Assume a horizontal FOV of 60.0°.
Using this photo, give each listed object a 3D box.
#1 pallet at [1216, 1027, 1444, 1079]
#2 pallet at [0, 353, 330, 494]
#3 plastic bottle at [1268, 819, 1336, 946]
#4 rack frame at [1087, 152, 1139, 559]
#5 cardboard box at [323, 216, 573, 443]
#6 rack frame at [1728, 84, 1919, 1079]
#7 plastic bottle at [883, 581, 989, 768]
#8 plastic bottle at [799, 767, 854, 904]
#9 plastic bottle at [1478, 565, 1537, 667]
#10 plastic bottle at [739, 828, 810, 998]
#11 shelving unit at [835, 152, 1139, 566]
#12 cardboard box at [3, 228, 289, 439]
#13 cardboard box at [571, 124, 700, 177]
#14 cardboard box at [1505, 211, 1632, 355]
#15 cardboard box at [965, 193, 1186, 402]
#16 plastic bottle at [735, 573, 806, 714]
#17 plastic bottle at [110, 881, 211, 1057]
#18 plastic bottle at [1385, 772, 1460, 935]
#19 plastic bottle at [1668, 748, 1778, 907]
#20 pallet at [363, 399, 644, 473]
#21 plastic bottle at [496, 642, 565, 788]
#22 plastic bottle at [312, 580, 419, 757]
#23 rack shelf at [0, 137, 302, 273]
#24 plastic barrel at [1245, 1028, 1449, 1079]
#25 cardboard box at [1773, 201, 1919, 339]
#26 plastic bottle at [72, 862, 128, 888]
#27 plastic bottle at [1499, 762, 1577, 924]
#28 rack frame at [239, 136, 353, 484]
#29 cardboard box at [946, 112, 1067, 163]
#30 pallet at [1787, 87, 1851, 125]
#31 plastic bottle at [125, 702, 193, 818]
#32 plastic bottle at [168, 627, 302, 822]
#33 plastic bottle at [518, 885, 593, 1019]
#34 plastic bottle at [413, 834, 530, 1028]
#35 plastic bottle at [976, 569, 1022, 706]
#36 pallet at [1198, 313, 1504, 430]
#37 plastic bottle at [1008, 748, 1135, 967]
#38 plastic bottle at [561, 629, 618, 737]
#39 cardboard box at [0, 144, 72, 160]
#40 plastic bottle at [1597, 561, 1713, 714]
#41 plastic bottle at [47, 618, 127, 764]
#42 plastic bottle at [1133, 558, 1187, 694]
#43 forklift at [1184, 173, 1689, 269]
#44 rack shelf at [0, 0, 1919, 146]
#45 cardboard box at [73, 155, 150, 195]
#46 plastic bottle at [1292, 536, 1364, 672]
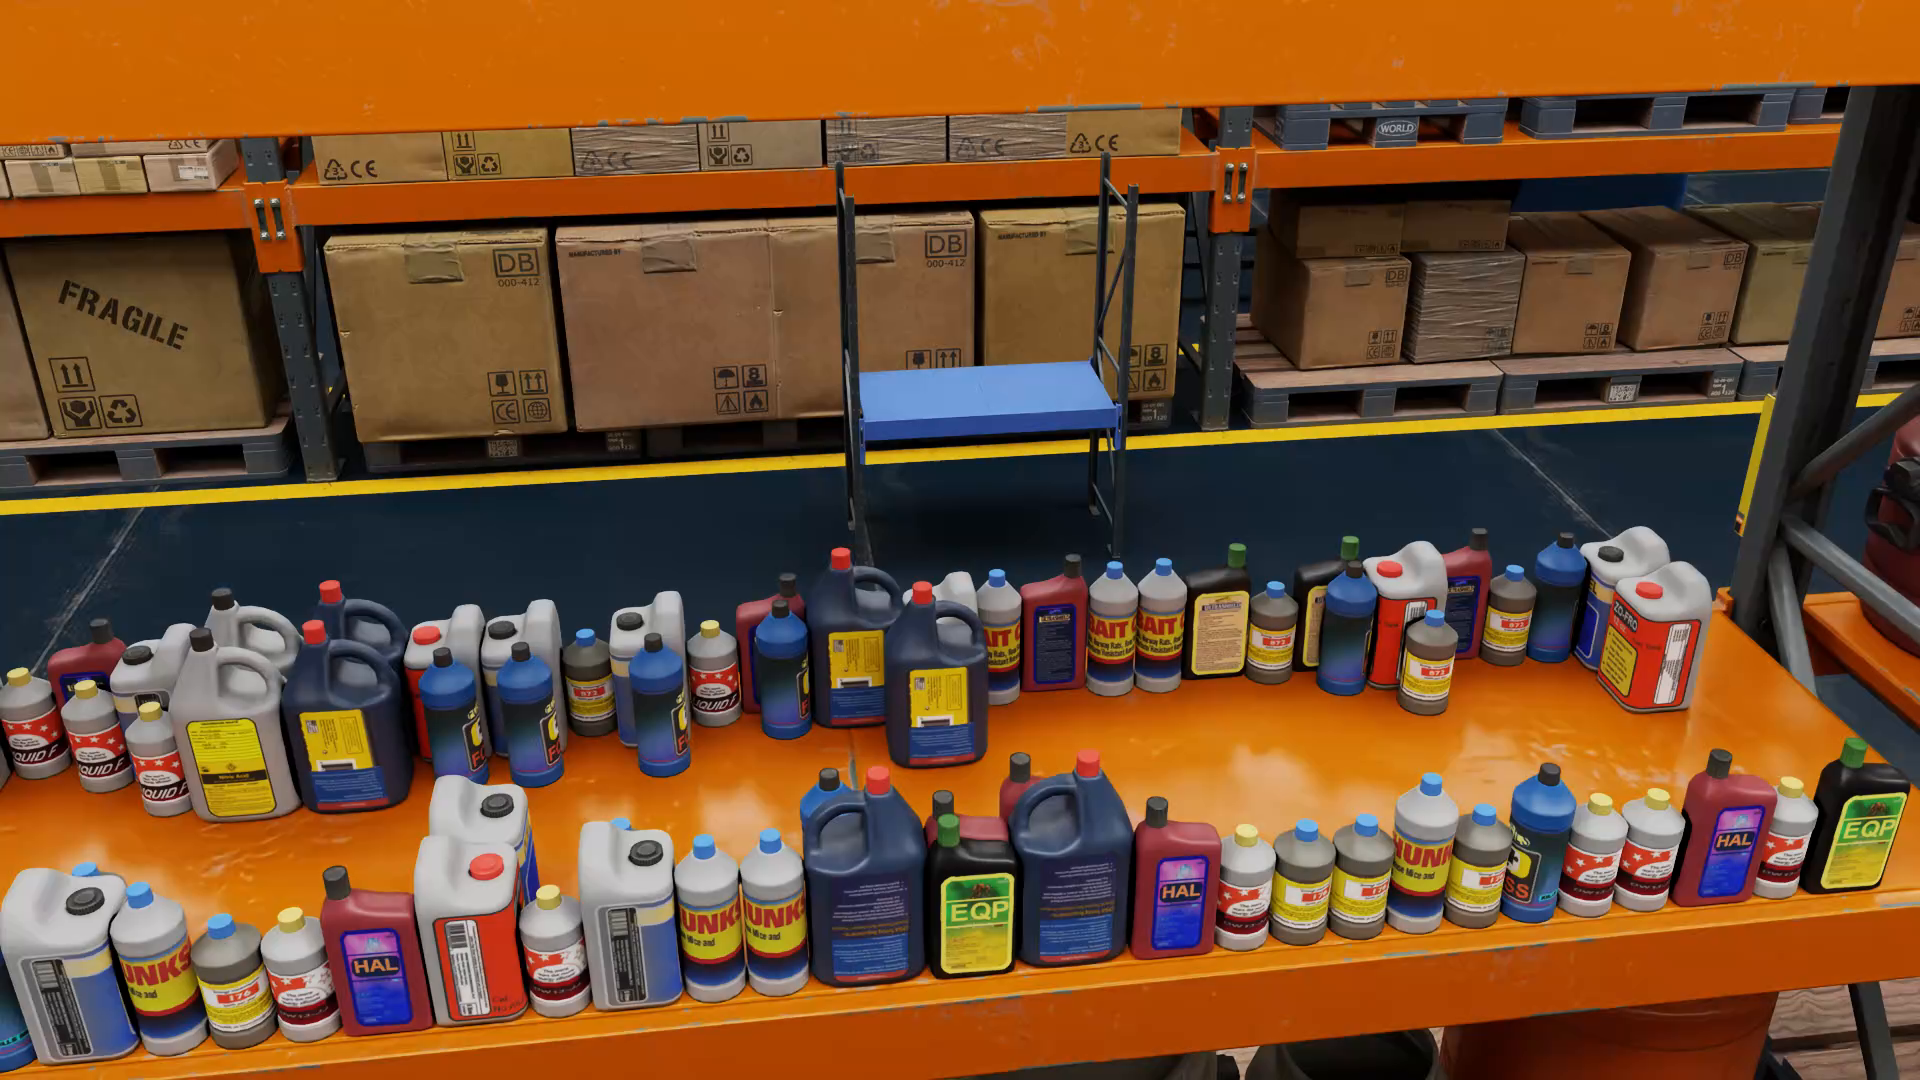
[{"bbox_3d":[1.032,1.486,3.622,1.213,0.211,1.003,-4,27,-7],"label":"pallet"},{"bbox_3d":[-3.608,-0.554,7.599,1.213,0.211,1.003,-4,27,-7],"label":"pallet"},{"bbox_3d":[0.542,0.535,2.640,0.097,0.201,0.097,0,27,0],"label":"plastic bottle"},{"bbox_3d":[0.588,-0.705,6.481,0.032,1.500,0.500,-4,27,-7],"label":"rack frame"},{"bbox_3d":[-2.213,-1.099,7.474,0.875,0.875,1.225,-4,27,-7],"label":"cardboard box"},{"bbox_3d":[1.807,0.177,3.120,0.127,3.000,1.000,-4,27,-7],"label":"rack frame"},{"bbox_3d":[-0.044,0.237,3.057,0.185,0.351,0.144,-4,27,-7],"label":"plastic bottle"},{"bbox_3d":[-0.205,0.485,2.660,0.097,0.271,0.097,0,27,0],"label":"plastic bottle"},{"bbox_3d":[1.118,0.148,3.394,0.097,0.201,0.097,0,27,0],"label":"plastic bottle"},{"bbox_3d":[-0.281,0.556,2.521,0.097,0.271,0.097,0,27,0],"label":"plastic bottle"},{"bbox_3d":[0.084,-0.673,6.418,1.048,1.500,0.538,-4,27,-7],"label":"shelving unit"},{"bbox_3d":[-3.509,-1.044,7.366,0.875,0.875,0.875,-4,27,-7],"label":"cardboard box"},{"bbox_3d":[-1.361,-1.833,6.927,0.500,0.500,0.500,-4,27,-8],"label":"cardboard box"},{"bbox_3d":[2.885,-1.278,8.211,0.500,0.500,0.700,-1,27,-3],"label":"cardboard box"},{"bbox_3d":[0.430,-1.269,7.806,0.875,0.875,1.225,-5,28,-10],"label":"cardboard box"},{"bbox_3d":[-0.362,0.198,3.207,0.133,0.283,0.061,-4,27,-7],"label":"plastic bottle"},{"bbox_3d":[-1.162,0.613,2.411,0.097,0.271,0.097,0,27,0],"label":"plastic bottle"},{"bbox_3d":[0.735,0.491,2.648,0.097,0.271,0.097,0,27,0],"label":"plastic bottle"},{"bbox_3d":[1.237,0.462,2.692,0.133,0.283,0.061,-4,27,-7],"label":"plastic bottle"},{"bbox_3d":[-2.091,-0.650,7.787,1.213,0.211,1.003,-4,27,-7],"label":"pallet"},{"bbox_3d":[-0.779,0.308,3.004,0.097,0.271,0.097,0,27,0],"label":"plastic bottle"},{"bbox_3d":[-1.107,0.235,3.061,0.185,0.351,0.144,-4,27,-7],"label":"plastic bottle"},{"bbox_3d":[-4.825,-1.361,6.904,4.000,0.370,1.077,-4,27,-7],"label":"rack shelf"},{"bbox_3d":[0.778,1.212,3.368,0.421,0.512,0.421,0,27,0],"label":"plastic barrel"},{"bbox_3d":[4.467,-1.371,8.393,0.500,0.500,0.700,-6,28,-11],"label":"cardboard box"},{"bbox_3d":[-1.316,0.584,2.544,0.097,0.201,0.097,0,27,0],"label":"plastic bottle"},{"bbox_3d":[0.928,0.479,2.672,0.097,0.271,0.097,0,27,0],"label":"plastic bottle"},{"bbox_3d":[-2.844,-1.808,6.988,0.127,3.000,1.000,-4,27,-7],"label":"rack frame"},{"bbox_3d":[0.168,-1.934,7.125,0.500,0.500,0.500,-4,27,-8],"label":"cardboard box"},{"bbox_3d":[4.301,-2.249,8.057,1.213,0.211,1.003,-4,27,-7],"label":"pallet"},{"bbox_3d":[-1.411,0.380,2.941,0.097,0.201,0.097,0,27,0],"label":"plastic bottle"},{"bbox_3d":[-1.269,0.312,2.911,0.185,0.351,0.144,-4,27,-7],"label":"plastic bottle"},{"bbox_3d":[-0.607,0.608,2.496,0.097,0.201,0.097,0,27,0],"label":"plastic bottle"},{"bbox_3d":[-0.726,0.570,2.489,0.135,0.276,0.152,-4,27,-7],"label":"plastic bottle"},{"bbox_3d":[0.071,0.184,3.247,0.097,0.271,0.097,0,27,0],"label":"plastic bottle"},{"bbox_3d":[1.891,-0.871,8.216,1.213,0.211,1.003,-4,27,-7],"label":"pallet"},{"bbox_3d":[0.170,0.481,2.581,0.185,0.351,0.144,-4,27,-7],"label":"plastic bottle"},{"bbox_3d":[-0.703,0.265,3.166,0.097,0.201,0.097,0,27,0],"label":"plastic bottle"},{"bbox_3d":[-3.757,-1.693,6.602,0.500,0.250,0.500,-3,27,-6],"label":"cardboard box"},{"bbox_3d":[1.354,0.182,3.245,0.135,0.276,0.152,-4,27,-7],"label":"plastic bottle"},{"bbox_3d":[-1.586,0.276,3.053,0.133,0.283,0.061,-4,27,-7],"label":"plastic bottle"},{"bbox_3d":[0.396,0.163,3.288,0.097,0.271,0.097,0,27,0],"label":"plastic bottle"},{"bbox_3d":[2.534,-2.880,9.152,3.031,2.935,1.130,-3,27,-7],"label":"forklift"},{"bbox_3d":[-0.174,-0.711,2.352,4.000,0.370,1.077,-4,27,-7],"label":"rack shelf"},{"bbox_3d":[-3.356,-1.512,6.687,0.250,0.149,0.380,-3,27,-6],"label":"cardboard box"},{"bbox_3d":[0.736,0.127,3.344,0.133,0.283,0.061,-4,27,-7],"label":"plastic bottle"}]
